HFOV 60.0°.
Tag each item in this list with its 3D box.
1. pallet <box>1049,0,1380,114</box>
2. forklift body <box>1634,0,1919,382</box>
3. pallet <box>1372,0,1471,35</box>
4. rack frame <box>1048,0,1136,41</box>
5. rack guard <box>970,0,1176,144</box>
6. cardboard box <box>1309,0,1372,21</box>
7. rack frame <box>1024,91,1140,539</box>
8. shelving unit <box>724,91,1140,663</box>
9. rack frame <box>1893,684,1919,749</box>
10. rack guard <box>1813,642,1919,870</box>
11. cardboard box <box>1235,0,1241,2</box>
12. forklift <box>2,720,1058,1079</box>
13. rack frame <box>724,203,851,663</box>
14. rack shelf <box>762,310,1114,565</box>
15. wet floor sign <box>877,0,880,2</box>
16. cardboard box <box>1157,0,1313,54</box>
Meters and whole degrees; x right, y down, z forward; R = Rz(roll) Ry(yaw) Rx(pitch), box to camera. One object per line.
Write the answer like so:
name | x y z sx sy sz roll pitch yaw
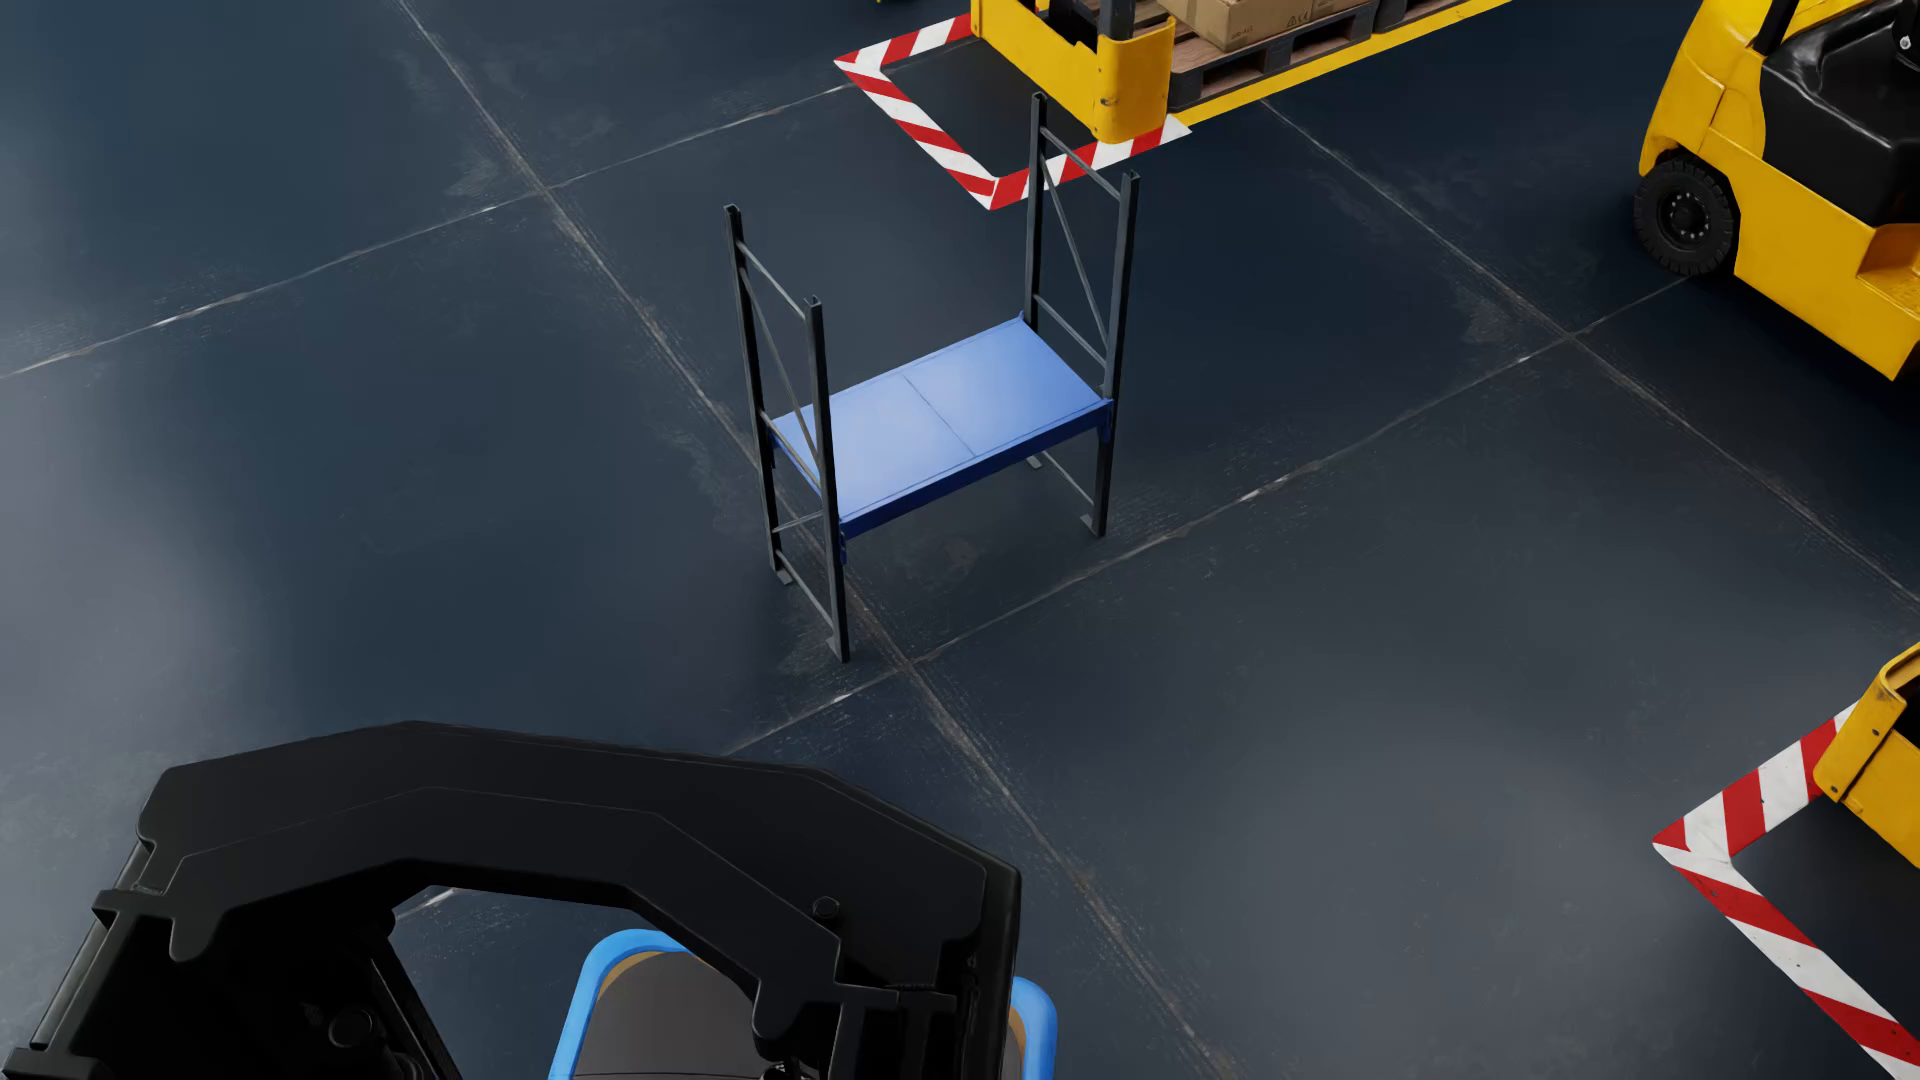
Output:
pallet | 1.188 -2.526 7.858 1.213 0.211 1.003 -25 53 -21
forklift body | 3.700 -1.614 5.747 1.214 2.155 2.313 -25 53 -21
pallet | 2.219 -3.009 8.289 1.213 0.211 1.003 -25 53 -21
rack frame | 0.418 -3.122 6.522 0.127 3.000 1.000 -25 53 -21
rack guard | 0.482 -2.321 7.482 0.348 0.500 1.175 -25 53 -21
cardboard box | 1.683 -2.692 7.699 0.500 0.250 0.500 -23 52 -20
rack frame | 0.358 -0.667 5.340 0.032 1.500 0.500 -25 53 -21
shelving unit | -0.072 -0.465 5.160 1.048 1.500 0.538 -25 53 -21
rack frame | 3.070 0.012 3.731 0.127 3.000 1.000 -25 53 -21
rack guard | 3.049 0.853 4.656 0.348 0.500 1.175 -25 53 -21
cardboard box | 1.267 -2.753 7.251 0.500 0.500 0.500 -27 54 -22
forklift | -0.492 1.711 2.263 1.130 2.935 3.031 6 49 5
rack frame | -0.502 -0.262 4.979 0.032 1.500 0.500 -25 53 -21
rack shelf | -0.072 -0.345 5.294 1.000 0.185 0.538 -25 53 -21
wet floor sign | -0.314 -2.939 7.935 0.232 0.644 0.267 -9 49 -8
cardboard box | 1.248 -2.494 7.522 0.500 0.250 0.500 -26 53 -21
